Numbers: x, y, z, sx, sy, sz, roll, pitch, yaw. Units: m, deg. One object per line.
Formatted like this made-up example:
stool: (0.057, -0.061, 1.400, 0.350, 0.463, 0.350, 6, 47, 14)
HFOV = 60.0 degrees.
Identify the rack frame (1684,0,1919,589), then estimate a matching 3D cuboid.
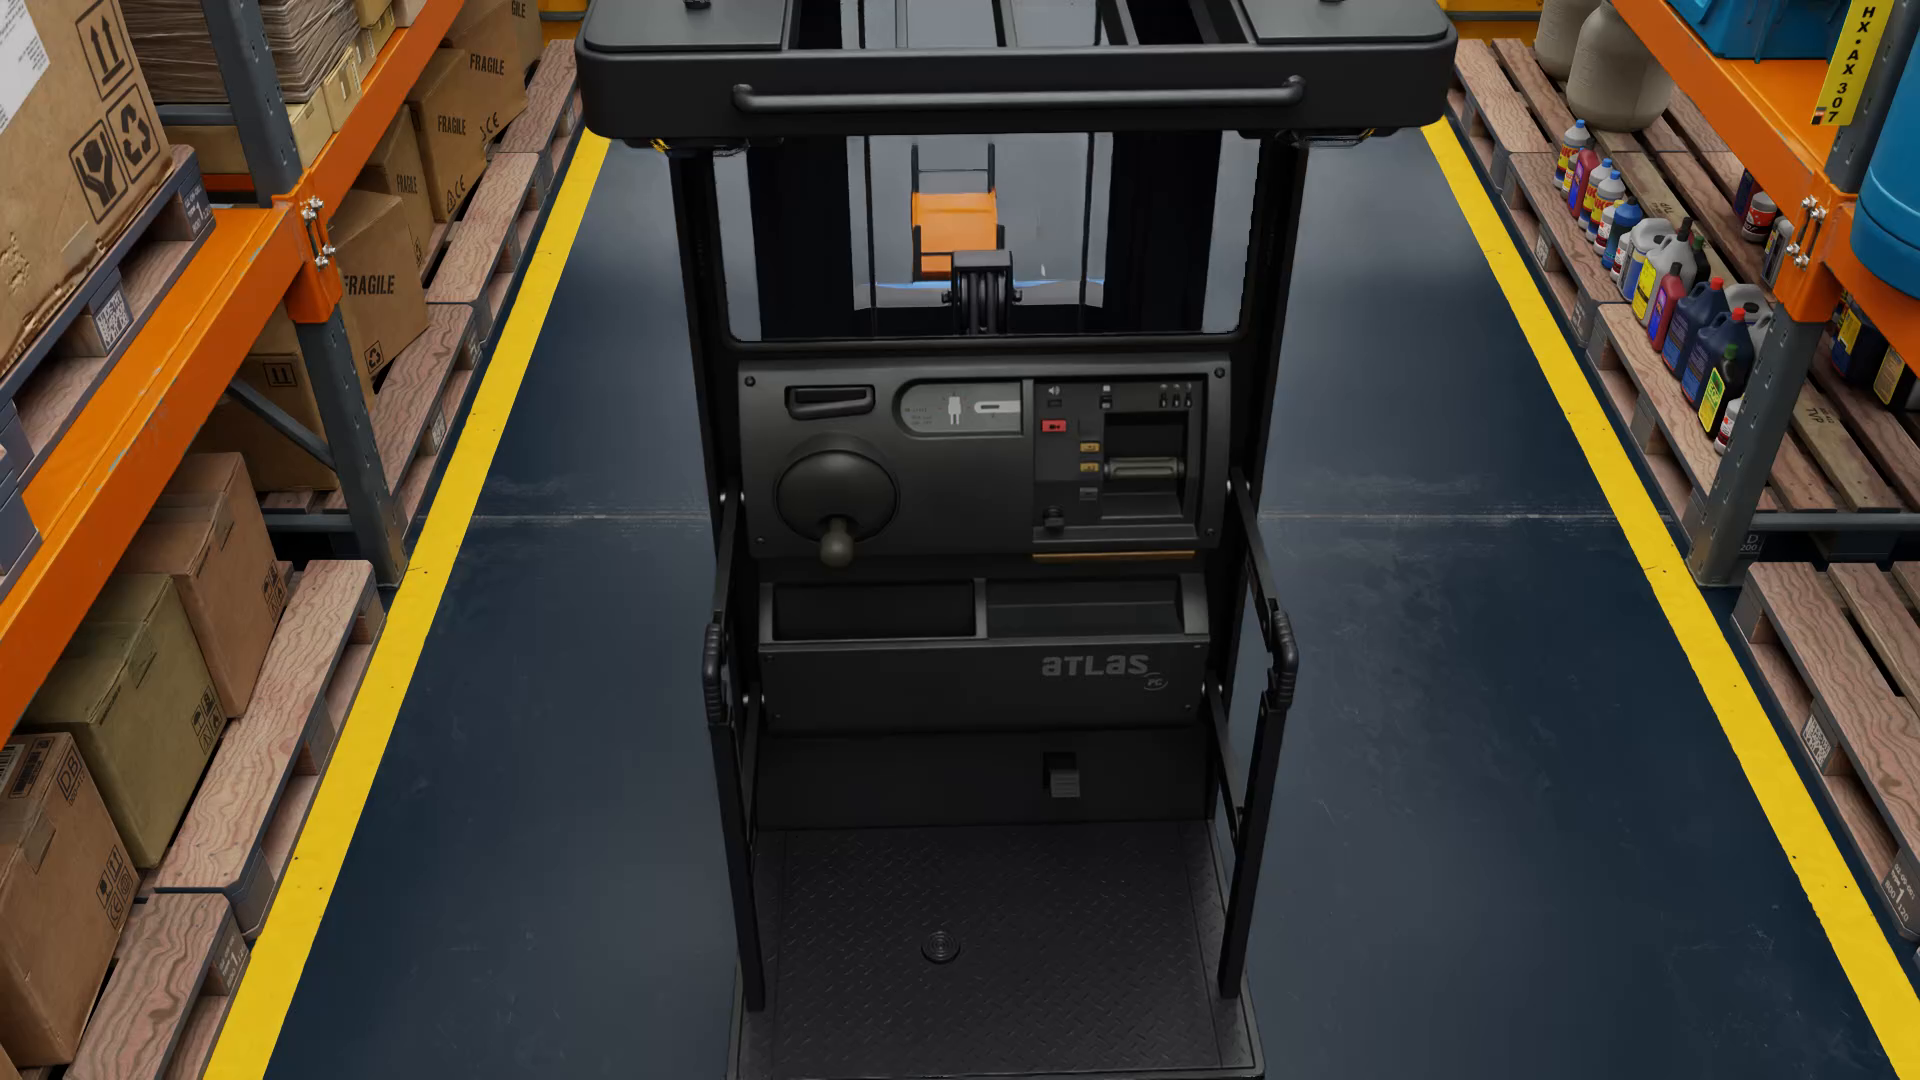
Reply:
rack frame: (2.746, -1.060, 4.174, 1.000, 3.000, 0.127, 0, 39, 0)

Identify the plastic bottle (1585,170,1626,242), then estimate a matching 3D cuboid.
plastic bottle: (2.433, -1.258, 6.251, 0.097, 0.271, 0.097, 0, 39, 0)

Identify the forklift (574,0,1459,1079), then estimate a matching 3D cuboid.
forklift: (0.059, -0.076, 3.001, 1.130, 2.935, 3.031, -1, 39, -2)

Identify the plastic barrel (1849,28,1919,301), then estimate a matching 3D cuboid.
plastic barrel: (2.444, -1.014, 3.716, 0.600, 0.901, 0.708, 0, 39, 0)

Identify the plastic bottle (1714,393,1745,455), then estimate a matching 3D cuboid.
plastic bottle: (2.434, -0.367, 5.195, 0.097, 0.201, 0.097, 0, 39, 0)

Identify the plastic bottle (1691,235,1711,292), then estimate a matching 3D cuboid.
plastic bottle: (2.559, -0.913, 5.811, 0.061, 0.283, 0.133, 0, 39, 0)

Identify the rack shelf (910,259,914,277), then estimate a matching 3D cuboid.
rack shelf: (-0.012, -0.635, 4.832, 0.258, 0.148, 0.480, -1, 39, -2)

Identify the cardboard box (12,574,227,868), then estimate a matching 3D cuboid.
cardboard box: (-2.246, 0.429, 3.963, 0.700, 0.500, 0.500, 0, 39, 0)

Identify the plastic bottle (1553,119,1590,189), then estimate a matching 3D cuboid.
plastic bottle: (2.432, -1.535, 6.596, 0.097, 0.271, 0.097, 0, 39, 0)

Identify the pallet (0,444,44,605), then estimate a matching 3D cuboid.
pallet: (-2.245, 0.282, 2.653, 1.003, 0.211, 1.213, 0, 39, 0)

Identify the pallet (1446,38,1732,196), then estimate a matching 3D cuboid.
pallet: (2.784, -1.918, 7.475, 1.003, 0.211, 1.213, 0, 39, 0)

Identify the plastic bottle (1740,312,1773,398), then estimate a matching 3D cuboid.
plastic bottle: (2.601, -0.601, 5.368, 0.144, 0.351, 0.185, 0, 39, 0)

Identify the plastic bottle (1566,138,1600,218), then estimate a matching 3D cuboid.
plastic bottle: (2.414, -1.398, 6.416, 0.061, 0.283, 0.133, 1, 39, 1)

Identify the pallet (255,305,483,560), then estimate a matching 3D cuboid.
pallet: (-2.243, -0.389, 5.566, 1.003, 0.211, 1.213, 0, 39, 0)

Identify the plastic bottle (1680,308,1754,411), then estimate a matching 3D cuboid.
plastic bottle: (2.457, -0.601, 5.368, 0.144, 0.351, 0.185, -1, 39, -1)

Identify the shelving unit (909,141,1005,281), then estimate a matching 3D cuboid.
shelving unit: (-0.012, -0.513, 4.930, 0.258, 1.200, 0.503, -1, 39, -2)

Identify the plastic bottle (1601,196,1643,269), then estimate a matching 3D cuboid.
plastic bottle: (2.433, -1.131, 6.093, 0.097, 0.271, 0.097, 0, 39, 0)

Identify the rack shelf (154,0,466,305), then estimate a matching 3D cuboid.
rack shelf: (-2.209, -2.027, 5.956, 1.077, 0.370, 4.000, 0, 39, 0)

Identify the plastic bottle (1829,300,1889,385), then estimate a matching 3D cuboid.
plastic bottle: (3.016, -0.703, 5.495, 0.144, 0.351, 0.185, 0, 39, 0)

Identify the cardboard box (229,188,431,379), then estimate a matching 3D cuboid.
cardboard box: (-2.176, -0.854, 5.580, 0.500, 0.500, 0.500, 12, 40, 14)

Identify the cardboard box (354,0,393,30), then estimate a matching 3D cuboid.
cardboard box: (-2.111, -1.806, 4.787, 0.875, 0.500, 0.500, 0, 39, 0)

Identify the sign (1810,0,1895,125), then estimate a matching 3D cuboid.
sign: (2.196, -1.175, 4.096, 0.100, 0.325, 0.005, 0, 39, 0)

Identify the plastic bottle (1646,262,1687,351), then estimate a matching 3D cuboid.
plastic bottle: (2.415, -0.796, 5.665, 0.061, 0.283, 0.133, 2, 39, 3)

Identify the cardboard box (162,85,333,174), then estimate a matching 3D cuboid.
cardboard box: (-1.906, -1.093, 4.417, 0.380, 0.149, 0.250, 0, 39, 0)

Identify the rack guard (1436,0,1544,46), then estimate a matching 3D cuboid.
rack guard: (2.789, -2.539, 8.018, 1.175, 0.500, 0.348, 0, 39, 0)

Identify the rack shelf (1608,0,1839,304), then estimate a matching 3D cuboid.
rack shelf: (2.744, -2.030, 5.960, 1.077, 0.370, 4.000, 0, 39, 0)

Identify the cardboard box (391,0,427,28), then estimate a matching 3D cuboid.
cardboard box: (-1.890, -1.719, 5.197, 0.380, 0.149, 0.250, 0, 39, 0)

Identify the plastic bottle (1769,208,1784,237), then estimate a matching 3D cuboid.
plastic bottle: (3.155, -1.278, 6.272, 0.152, 0.276, 0.135, -1, 39, -1)

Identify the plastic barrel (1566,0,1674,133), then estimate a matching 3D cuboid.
plastic barrel: (2.819, -2.030, 7.038, 0.421, 0.512, 0.421, 0, 39, 0)

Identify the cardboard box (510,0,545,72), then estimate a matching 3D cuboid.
cardboard box: (-2.227, -2.356, 7.454, 0.500, 0.500, 0.500, 7, 39, 8)

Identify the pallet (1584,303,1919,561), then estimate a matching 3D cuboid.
pallet: (2.787, -0.392, 5.571, 1.003, 0.211, 1.213, 0, 39, 0)

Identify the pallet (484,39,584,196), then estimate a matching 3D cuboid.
pallet: (-2.246, -1.914, 7.470, 1.003, 0.211, 1.213, 0, 39, 0)

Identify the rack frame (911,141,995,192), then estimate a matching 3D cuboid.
rack frame: (-0.020, -0.665, 5.120, 0.240, 1.200, 0.015, -1, 39, -2)

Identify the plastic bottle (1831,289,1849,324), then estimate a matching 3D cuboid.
plastic bottle: (3.122, -0.882, 5.782, 0.097, 0.271, 0.097, 0, 39, 0)

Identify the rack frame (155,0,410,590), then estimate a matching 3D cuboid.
rack frame: (-2.207, -1.057, 4.170, 1.000, 3.000, 0.127, 0, 39, 0)

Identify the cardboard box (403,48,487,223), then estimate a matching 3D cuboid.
cardboard box: (-2.211, -1.591, 6.499, 0.500, 0.500, 0.500, 3, 39, 4)

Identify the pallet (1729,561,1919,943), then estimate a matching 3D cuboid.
pallet: (2.786, 0.519, 4.434, 1.003, 0.211, 1.213, 0, 39, 0)

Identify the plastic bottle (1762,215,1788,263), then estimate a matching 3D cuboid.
plastic bottle: (3.039, -1.118, 6.132, 0.097, 0.201, 0.097, 0, 39, 0)

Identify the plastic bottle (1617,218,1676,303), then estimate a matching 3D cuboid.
plastic bottle: (2.460, -0.995, 5.920, 0.152, 0.276, 0.135, 1, 39, 1)

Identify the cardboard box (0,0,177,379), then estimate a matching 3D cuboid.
cardboard box: (-2.346, -0.958, 3.231, 1.000, 1.000, 1.000, 0, 39, 0)

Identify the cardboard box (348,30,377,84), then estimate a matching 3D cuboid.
cardboard box: (-1.922, -1.406, 4.807, 0.380, 0.149, 0.250, 0, 39, 0)
